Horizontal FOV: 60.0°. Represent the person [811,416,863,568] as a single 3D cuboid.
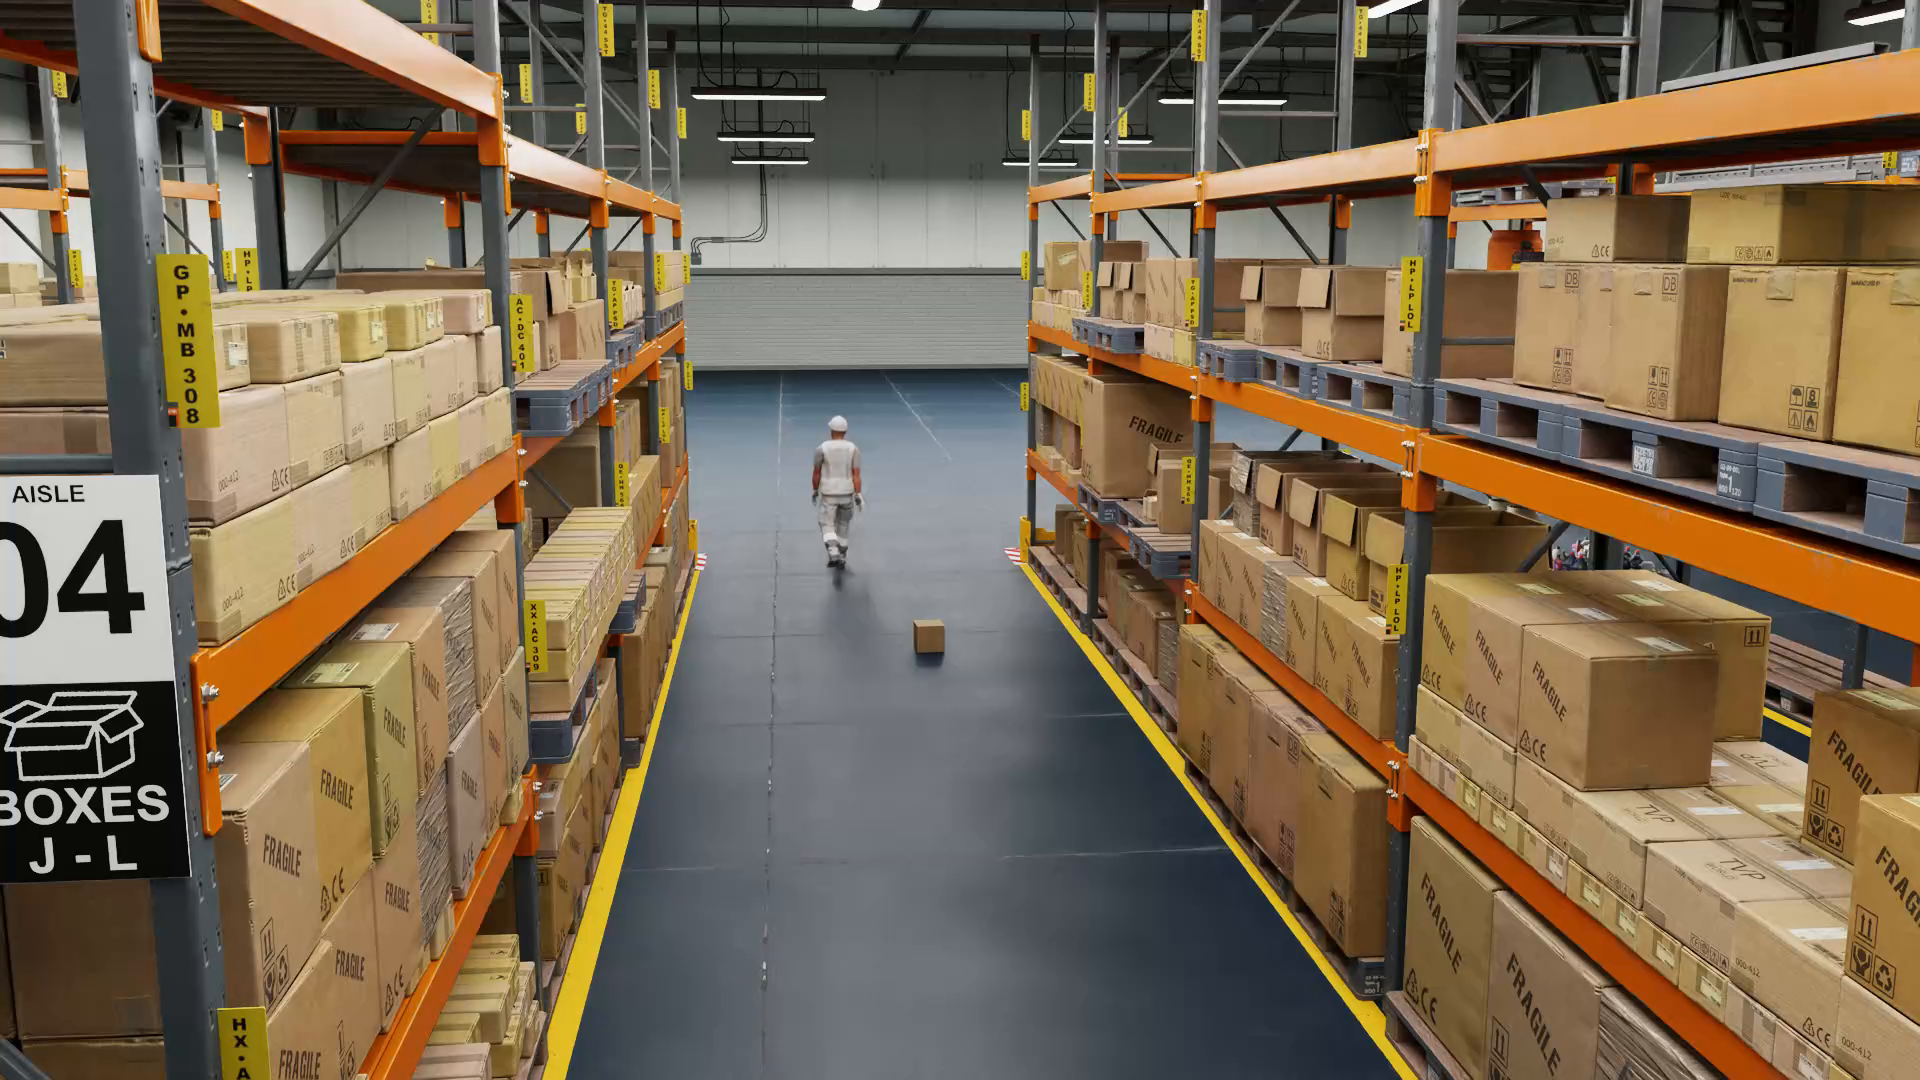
[{"bbox_3d":[-1.383,-0.515,18.763,0.555,1.767,0.912,-2,10,-14],"label":"person"}]
